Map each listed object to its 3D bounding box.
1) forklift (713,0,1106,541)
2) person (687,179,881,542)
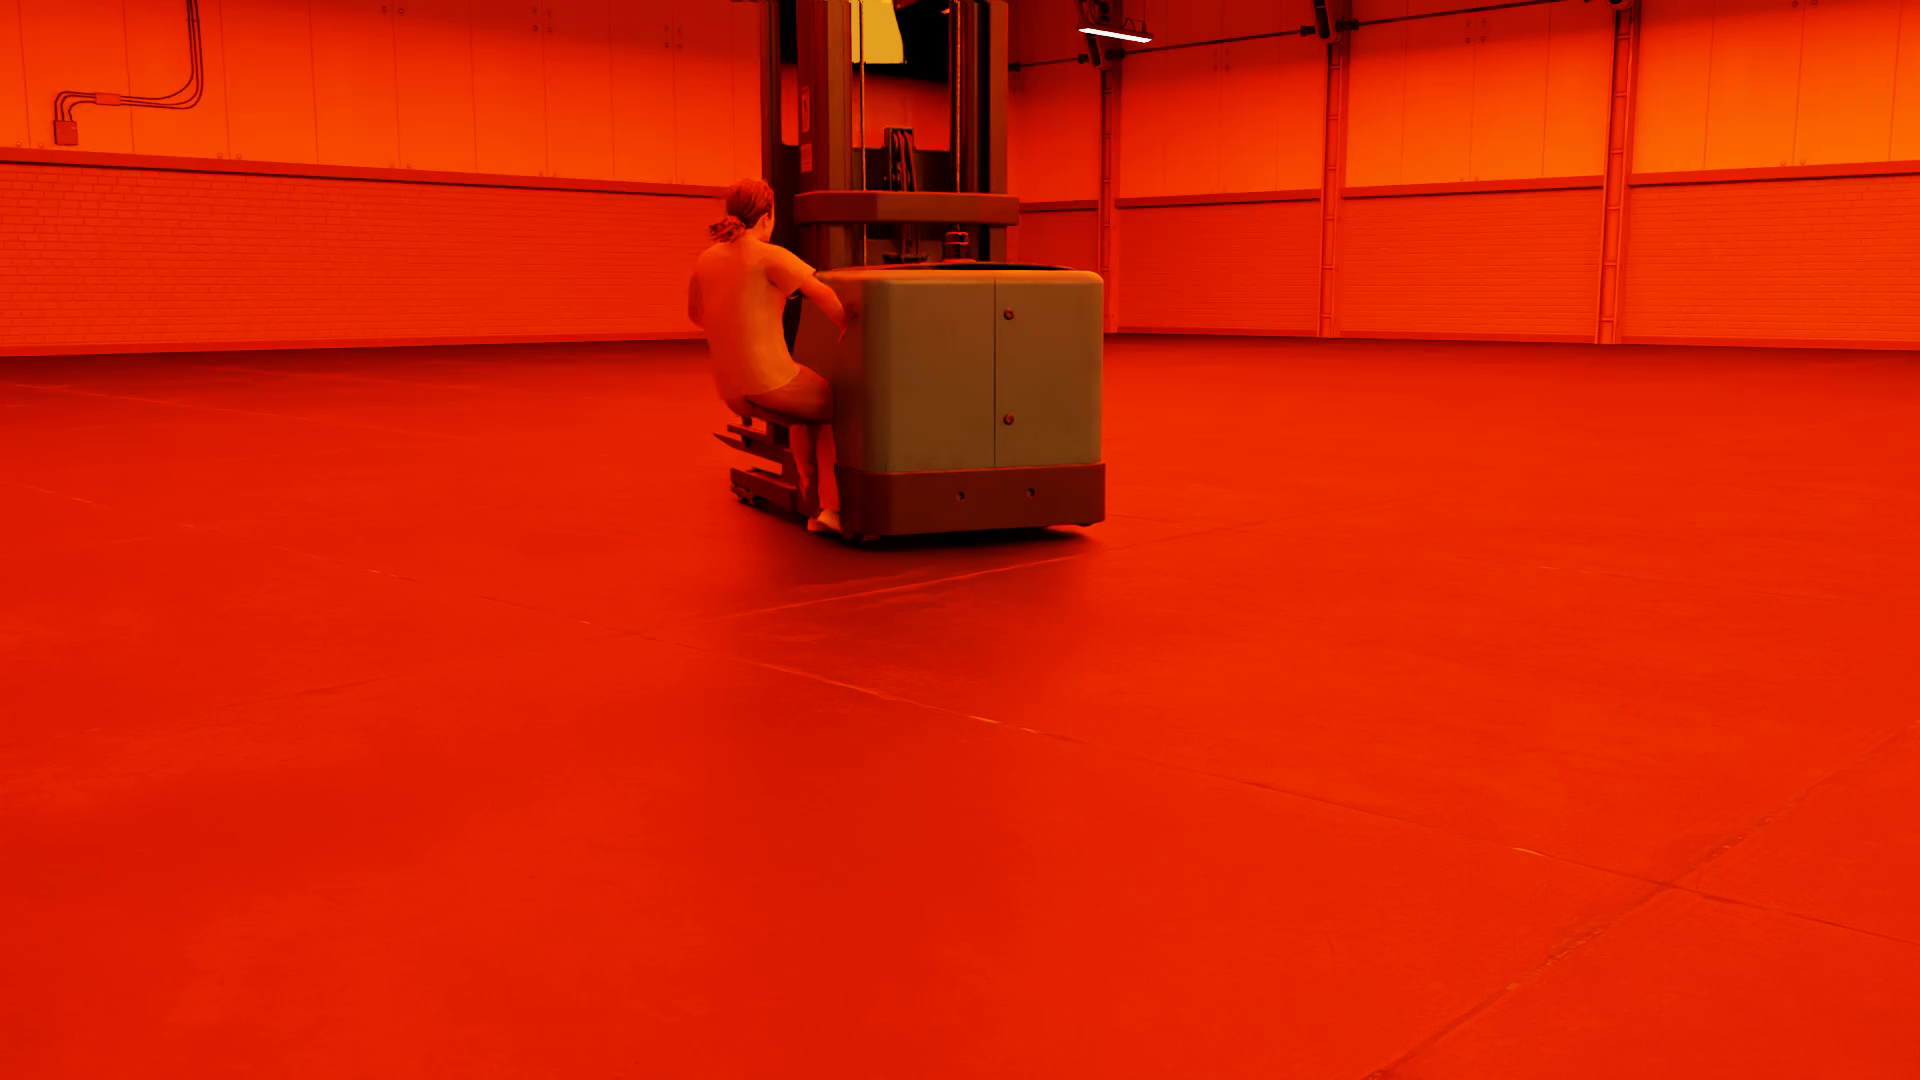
[{"bbox_3d":[-0.450,-1.627,7.680,1.130,2.935,3.031,-4,9,-23],"label":"forklift"},{"bbox_3d":[-0.681,-0.700,6.720,0.728,1.461,0.820,5,10,28],"label":"person"}]
